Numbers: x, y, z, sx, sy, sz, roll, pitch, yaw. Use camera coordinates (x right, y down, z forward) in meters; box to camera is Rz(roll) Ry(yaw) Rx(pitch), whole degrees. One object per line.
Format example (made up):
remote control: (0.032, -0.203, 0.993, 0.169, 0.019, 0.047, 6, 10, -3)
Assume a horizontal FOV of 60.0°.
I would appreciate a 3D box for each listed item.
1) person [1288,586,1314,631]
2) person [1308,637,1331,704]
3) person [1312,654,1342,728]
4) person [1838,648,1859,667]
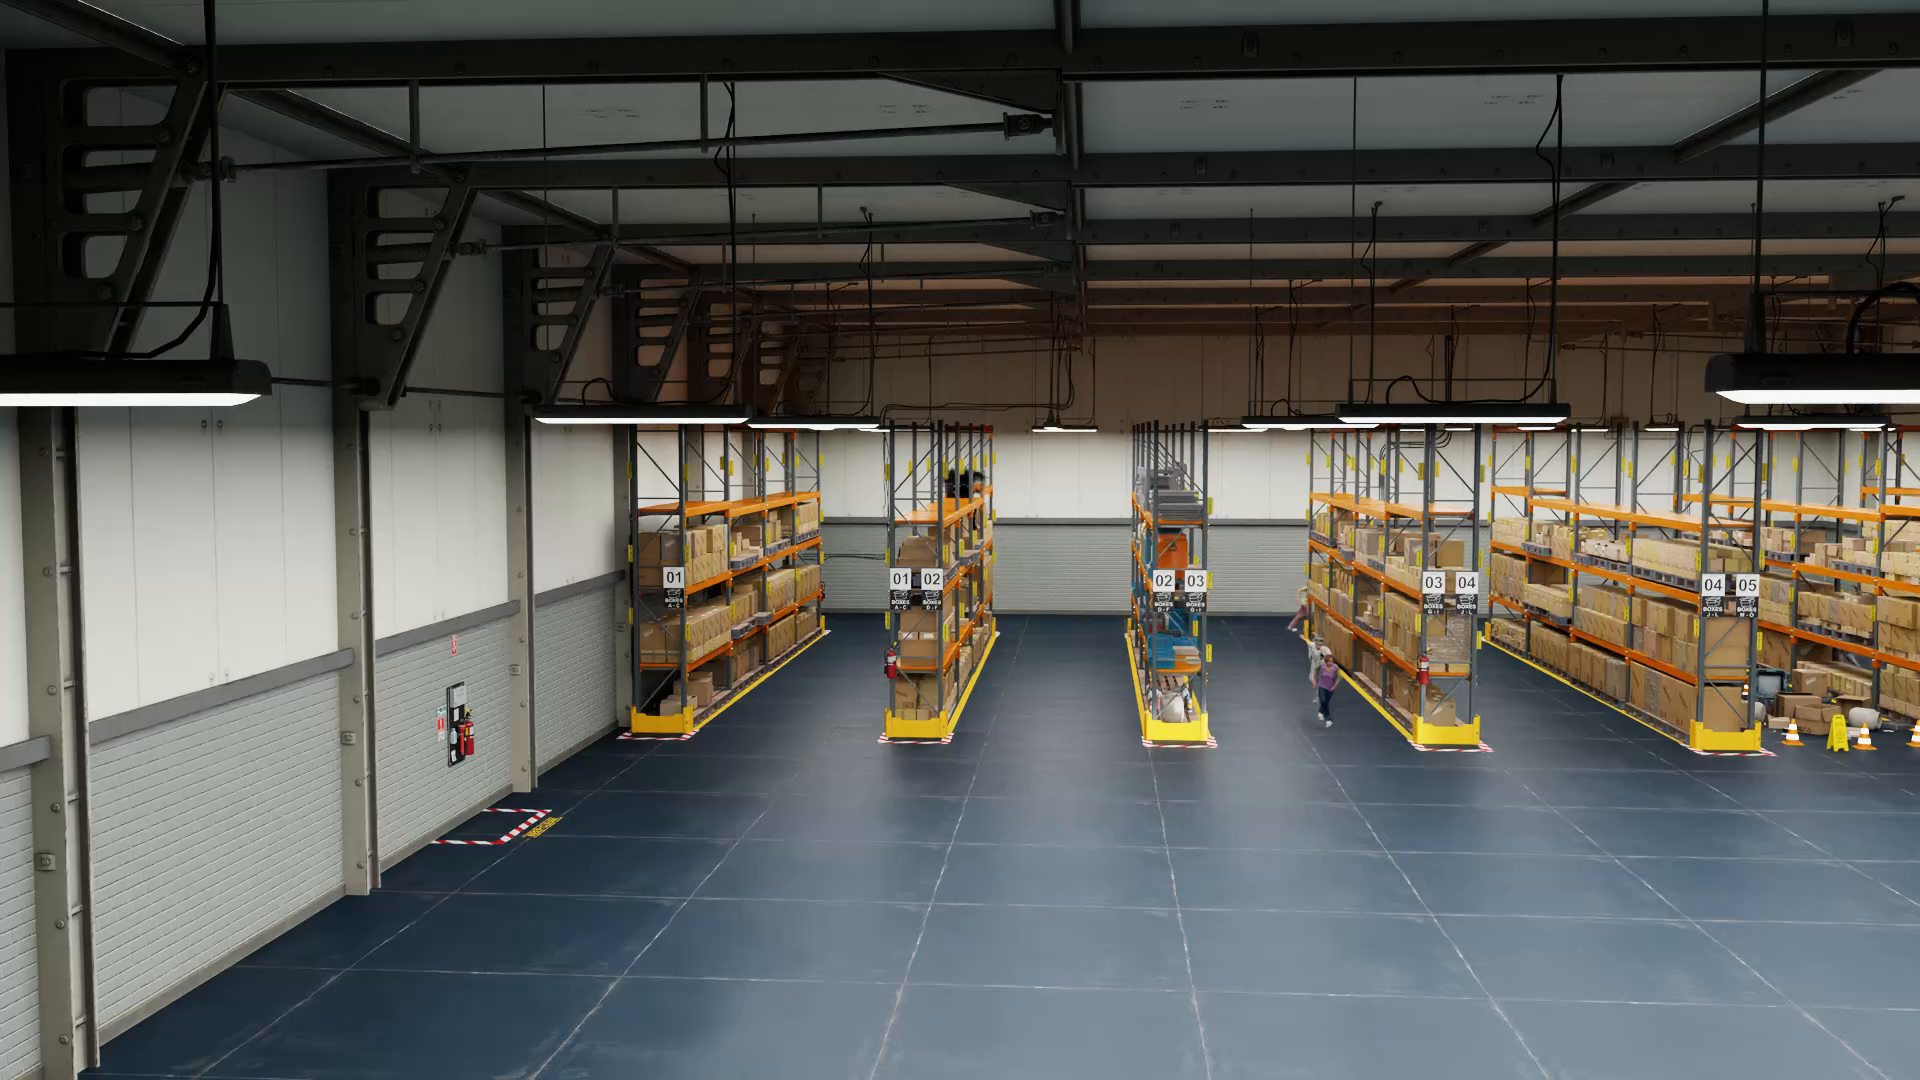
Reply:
person: (9.936, 1.908, 47.848, 0.989, 1.526, 0.553, 2, 4, 29)
person: (7.732, 2.760, 35.659, 0.595, 1.454, 1.097, 2, 4, 23)
person: (7.221, 2.924, 32.782, 0.547, 1.432, 0.962, 0, 4, 7)
person: (21.241, 2.398, 39.814, 0.571, 1.639, 0.722, 0, 4, 0)
